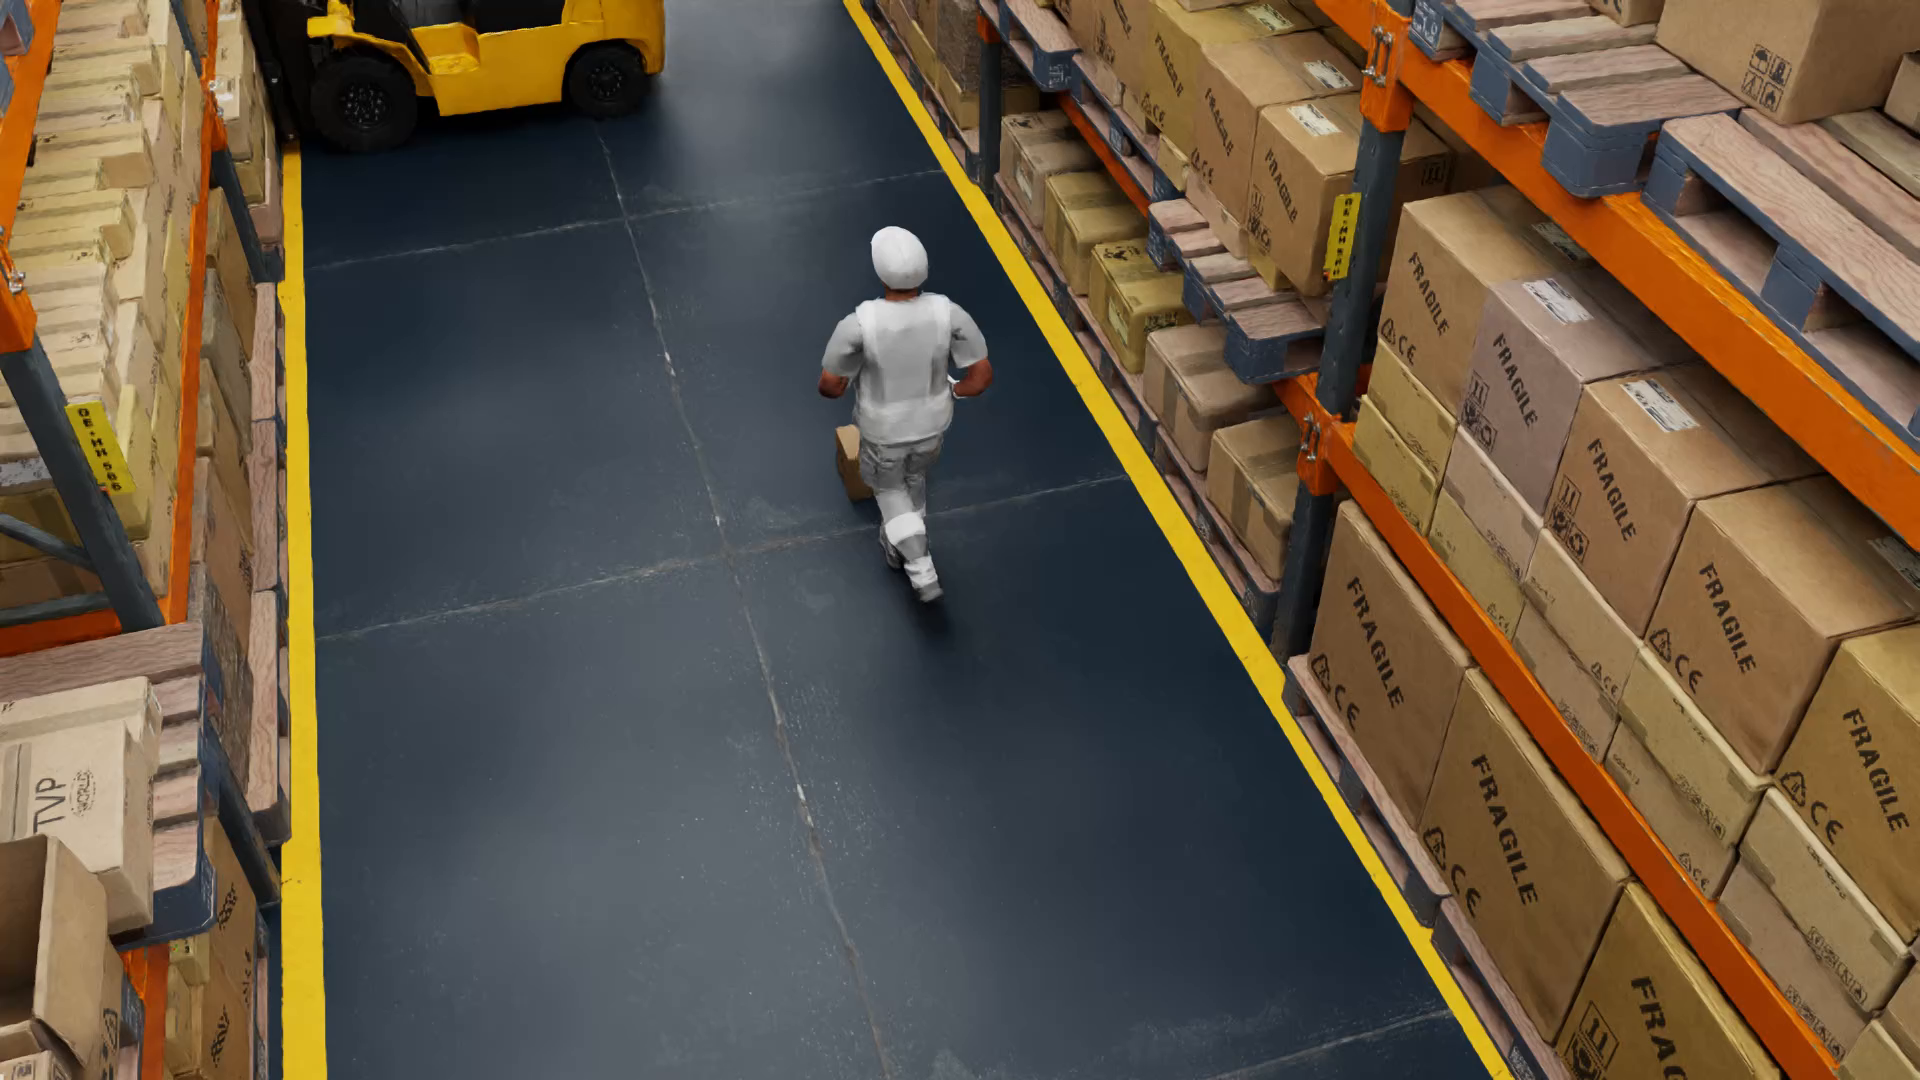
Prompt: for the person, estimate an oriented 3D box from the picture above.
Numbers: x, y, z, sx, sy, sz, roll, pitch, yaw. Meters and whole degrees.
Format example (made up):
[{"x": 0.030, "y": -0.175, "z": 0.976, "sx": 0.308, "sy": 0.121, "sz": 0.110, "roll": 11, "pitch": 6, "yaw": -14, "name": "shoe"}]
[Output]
[{"x": -0.239, "y": -0.462, "z": 6.661, "sx": 0.669, "sy": 1.771, "sz": 0.772, "roll": -11, "pitch": 43, "yaw": -12, "name": "person"}]
